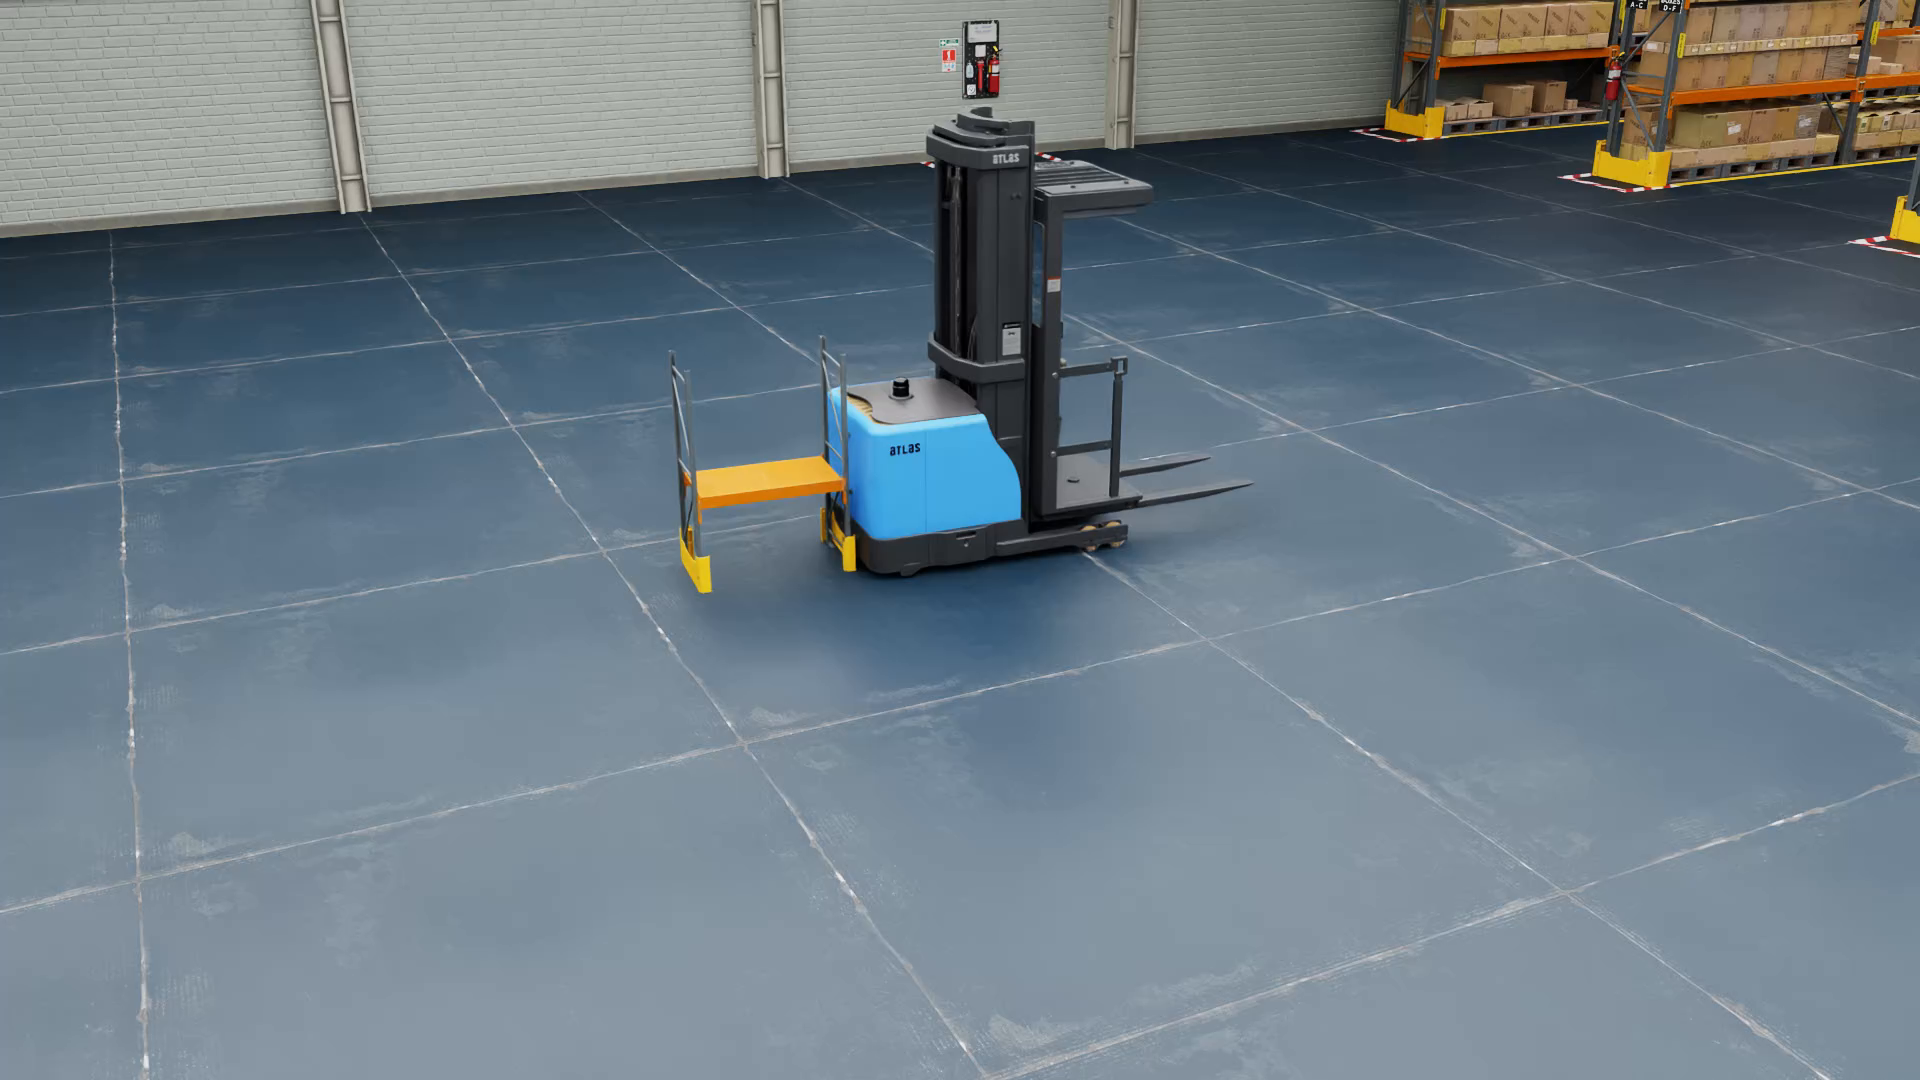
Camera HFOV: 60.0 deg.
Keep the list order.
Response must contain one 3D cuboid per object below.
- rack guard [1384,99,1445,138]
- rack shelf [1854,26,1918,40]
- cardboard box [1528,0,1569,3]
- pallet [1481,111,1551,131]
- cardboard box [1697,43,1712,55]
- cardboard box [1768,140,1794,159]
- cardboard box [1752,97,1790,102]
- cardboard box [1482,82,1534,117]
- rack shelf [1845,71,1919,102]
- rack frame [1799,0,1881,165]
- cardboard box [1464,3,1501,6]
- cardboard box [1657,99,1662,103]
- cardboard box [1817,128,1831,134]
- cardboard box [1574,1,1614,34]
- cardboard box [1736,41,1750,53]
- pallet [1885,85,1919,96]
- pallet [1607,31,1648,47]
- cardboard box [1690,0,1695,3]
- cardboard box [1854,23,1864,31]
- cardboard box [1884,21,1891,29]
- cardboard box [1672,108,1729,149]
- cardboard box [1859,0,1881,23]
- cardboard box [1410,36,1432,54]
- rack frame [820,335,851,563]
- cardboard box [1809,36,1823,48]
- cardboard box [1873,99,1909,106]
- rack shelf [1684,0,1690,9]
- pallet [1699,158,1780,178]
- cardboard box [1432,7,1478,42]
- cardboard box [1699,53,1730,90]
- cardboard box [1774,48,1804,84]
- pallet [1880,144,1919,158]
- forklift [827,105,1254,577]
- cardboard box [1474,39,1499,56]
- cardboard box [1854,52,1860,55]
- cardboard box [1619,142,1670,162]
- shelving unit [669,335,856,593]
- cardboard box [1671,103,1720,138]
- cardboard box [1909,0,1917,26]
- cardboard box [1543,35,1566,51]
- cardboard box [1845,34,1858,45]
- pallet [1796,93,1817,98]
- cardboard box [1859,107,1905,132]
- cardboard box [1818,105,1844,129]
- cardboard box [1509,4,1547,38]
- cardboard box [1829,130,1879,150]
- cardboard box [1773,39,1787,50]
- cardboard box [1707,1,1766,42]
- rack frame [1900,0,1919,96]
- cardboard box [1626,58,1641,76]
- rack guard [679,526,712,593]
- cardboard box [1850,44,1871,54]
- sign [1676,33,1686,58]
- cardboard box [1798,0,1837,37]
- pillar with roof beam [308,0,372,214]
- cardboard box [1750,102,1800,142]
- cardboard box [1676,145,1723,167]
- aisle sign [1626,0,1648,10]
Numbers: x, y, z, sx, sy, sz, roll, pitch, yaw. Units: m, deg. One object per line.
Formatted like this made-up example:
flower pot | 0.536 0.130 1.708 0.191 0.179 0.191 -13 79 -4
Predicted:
rack guard | 7.834 -7.280 28.684 0.348 0.500 1.175 -10 25 -24
rack shelf | 16.776 -9.749 32.320 4.000 0.370 1.077 -10 25 -24
cardboard box | 10.388 -9.282 29.441 0.500 0.500 0.500 -11 25 -24
pallet | 9.679 -7.470 29.520 1.213 0.211 1.003 -10 25 -24
cardboard box | 10.601 -7.097 23.995 0.250 0.149 0.380 -11 25 -25
cardboard box | 12.299 -5.983 25.328 0.500 0.250 0.500 -10 25 -24
cardboard box | 12.521 -6.595 25.825 0.500 0.500 0.500 -10 25 -24
cardboard box | 9.624 -7.754 29.252 0.500 0.500 0.700 -12 25 -27
rack shelf | 15.324 -7.379 26.594 4.000 0.370 1.077 -10 25 -24
rack frame | 13.521 -7.379 25.655 0.127 3.000 1.000 -10 25 -24
cardboard box | 9.020 -9.028 28.827 0.500 0.500 0.500 -11 25 -25
cardboard box | 12.947 -8.436 30.900 0.500 0.500 0.700 -10 25 -23
cardboard box | 13.769 -6.472 26.508 0.500 0.250 0.500 -11 25 -24
cardboard box | 11.078 -9.187 29.213 0.500 0.500 0.500 -10 25 -24
cardboard box | 11.294 -7.224 24.302 0.250 0.149 0.380 -11 25 -25
pallet | 19.297 -9.224 33.757 1.213 0.211 1.003 -10 25 -24
pallet | 12.121 -9.074 30.000 1.213 0.211 1.003 -10 25 -24
cardboard box | 12.929 -9.618 30.358 0.500 0.500 0.700 -7 23 -16
cardboard box | 17.233 -9.957 32.184 0.250 0.149 0.380 -11 25 -25
cardboard box | 17.926 -10.075 32.470 0.250 0.149 0.380 -10 24 -22
cardboard box | 10.947 -6.082 24.586 0.500 0.500 0.500 -10 25 -24
cardboard box | 17.360 -10.274 32.102 0.500 0.500 0.500 -10 25 -24
cardboard box | 8.103 -8.507 28.549 0.500 0.250 0.500 -10 25 -23
rack frame | -0.839 -0.587 11.207 0.032 1.500 0.500 -8 24 -19
cardboard box | 12.675 -7.478 24.914 0.250 0.149 0.380 -10 25 -24
cardboard box | 15.133 -6.981 27.005 0.500 0.311 0.500 -11 25 -24
rack shelf | 11.719 -8.101 24.418 4.000 0.370 1.077 -10 25 -24
pallet | 11.686 -5.770 25.412 1.213 0.211 1.003 -10 25 -24
cardboard box | 8.326 -8.684 27.998 0.500 0.500 0.500 -10 25 -24
cardboard box | 10.815 -6.924 24.424 0.500 0.500 0.700 -10 24 -22
cardboard box | 12.198 -7.178 25.039 0.500 0.500 0.700 -10 25 -23
pallet | 15.269 -6.431 27.009 1.213 0.211 1.003 -10 25 -24
forklift | 0.633 -1.461 11.447 3.031 2.935 1.130 -9 24 -21
cardboard box | 8.805 -8.425 28.351 0.500 0.250 0.500 -11 25 -25
cardboard box | 14.234 -7.526 26.186 0.258 0.266 0.396 -11 25 -25
cardboard box | 10.272 -5.830 24.959 0.500 0.250 0.500 -10 25 -24
shelving unit | -1.305 -0.519 11.043 1.083 1.500 0.587 -8 24 -19
cardboard box | 11.166 -6.348 25.230 0.500 0.500 0.500 -10 25 -24
cardboard box | 19.074 -10.636 33.130 0.700 0.700 0.980 -10 25 -23
cardboard box | 10.175 -8.674 28.954 0.500 0.250 0.500 -11 25 -24
cardboard box | 13.369 -7.606 25.225 0.250 0.149 0.380 -10 25 -24
pallet | 15.717 -8.566 32.167 1.213 0.211 1.003 -10 25 -24
cardboard box | 14.455 -6.626 26.148 0.500 0.311 0.500 -11 25 -24
cardboard box | 13.762 -6.728 26.395 0.500 0.311 0.500 -10 25 -24
cardboard box | 9.704 -8.936 28.606 0.500 0.500 0.500 -10 24 -22
cardboard box | 13.992 -6.285 26.056 0.500 0.250 0.500 -11 25 -25
cardboard box | 11.987 -7.351 24.608 0.250 0.149 0.380 -10 24 -22
cardboard box | 11.317 -7.616 24.401 0.500 0.500 0.700 -10 25 -23
rack frame | 18.578 -10.413 32.984 0.127 3.000 1.000 -10 25 -24
cardboard box | 12.421 -8.683 30.517 0.500 0.250 0.500 -11 25 -25
rack guard | -1.771 0.126 11.119 0.087 0.250 0.587 -8 24 -19
cardboard box | 17.249 -9.313 32.587 0.750 0.750 0.750 -10 24 -22
sign | 10.153 -6.960 23.407 0.005 0.325 0.100 -10 25 -24
cardboard box | 12.670 -7.865 25.001 0.500 0.500 0.700 -10 25 -24
pillar with roof beam | -6.331 -7.139 17.231 0.400 9.000 9.100 -10 25 -24
cardboard box | 12.294 -6.334 25.196 0.500 0.500 0.500 -10 25 -24
cardboard box | 10.946 -5.736 24.731 0.500 0.250 0.500 -10 25 -24
aisle sign | 9.731 -8.007 23.773 0.004 0.787 0.394 -10 25 -24
